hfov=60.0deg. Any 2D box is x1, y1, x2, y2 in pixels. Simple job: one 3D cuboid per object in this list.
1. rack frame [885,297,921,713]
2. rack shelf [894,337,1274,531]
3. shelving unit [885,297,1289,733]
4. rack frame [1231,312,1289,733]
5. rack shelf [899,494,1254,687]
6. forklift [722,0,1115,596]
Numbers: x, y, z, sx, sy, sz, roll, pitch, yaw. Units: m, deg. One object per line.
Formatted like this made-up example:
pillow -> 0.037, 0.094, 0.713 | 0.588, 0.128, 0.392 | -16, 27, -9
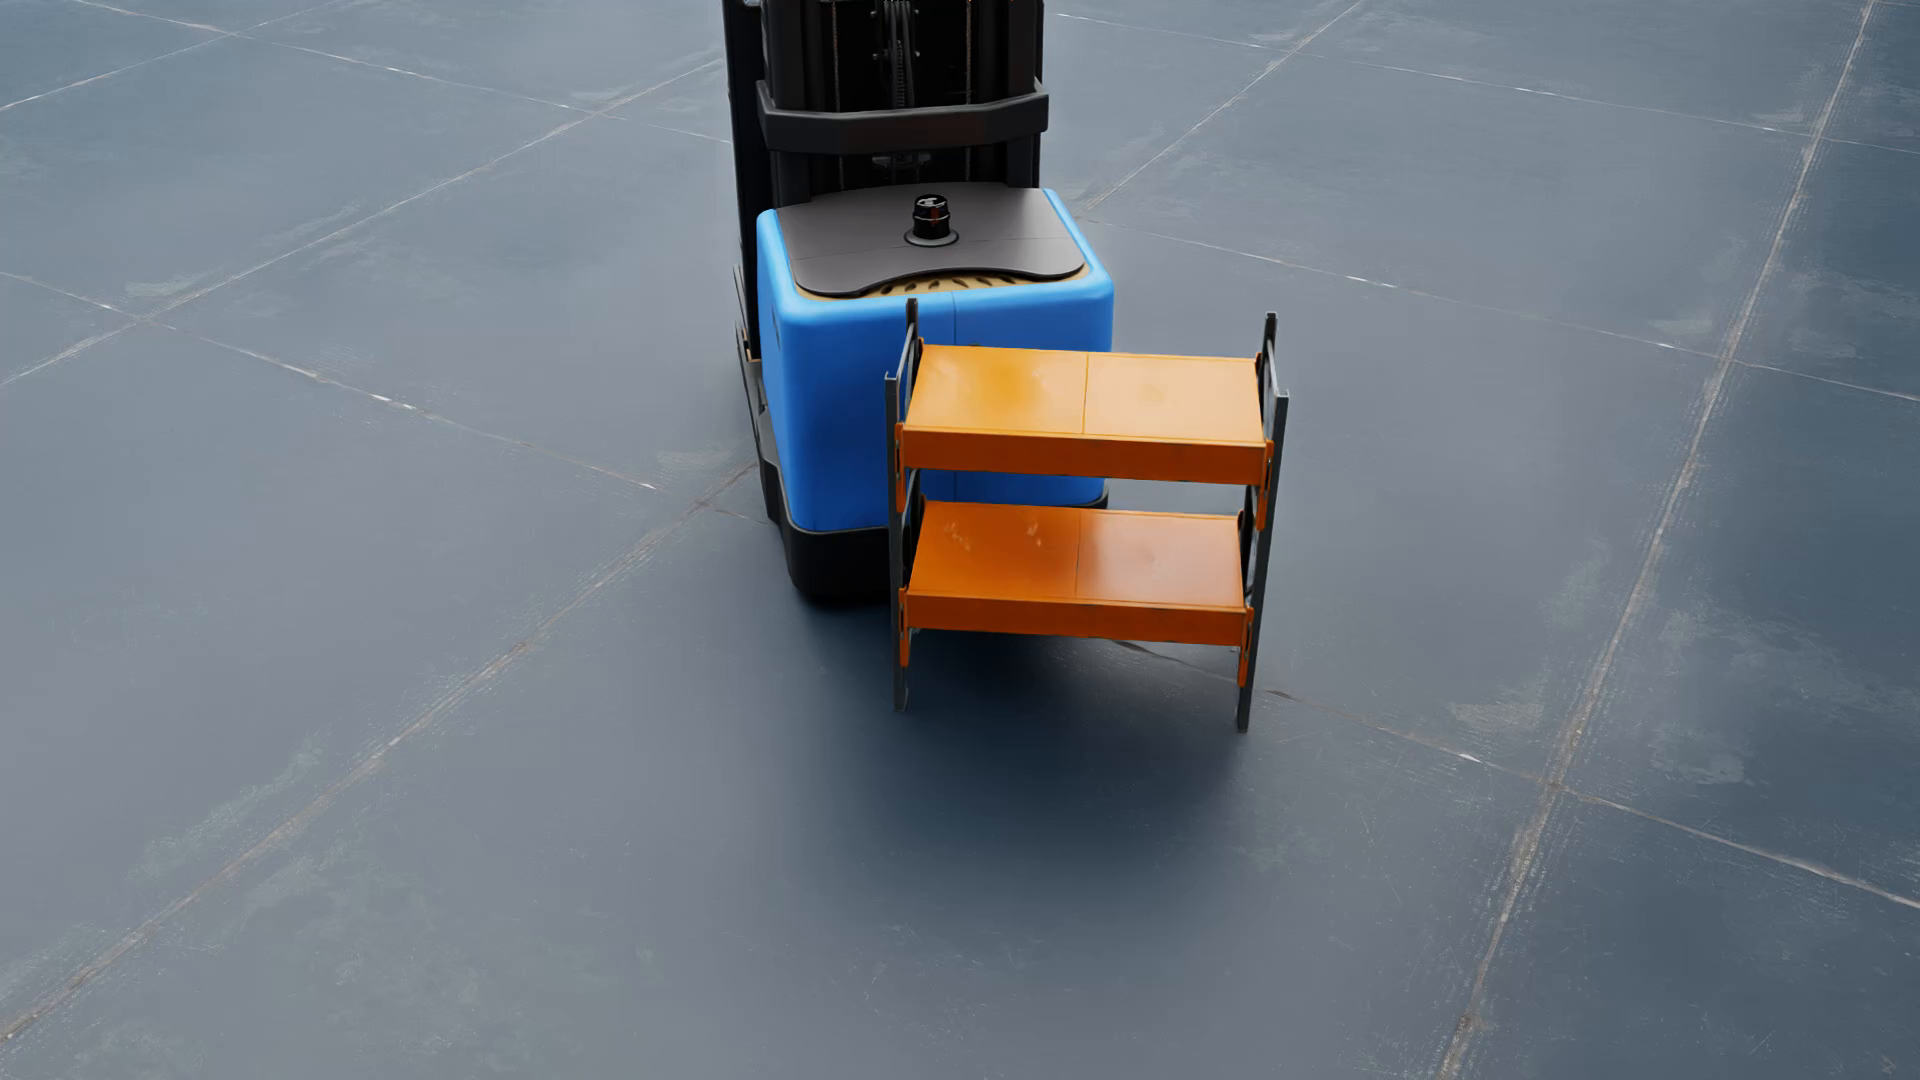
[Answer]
rack frame -> -0.159, -0.090, 4.870 | 0.032, 1.125, 0.500 | 3, 34, 4
rack shelf -> 0.347, -0.307, 4.669 | 1.000, 0.278, 0.538 | 3, 34, 4
shelving unit -> 0.347, -0.064, 4.831 | 1.048, 1.125, 0.538 | 3, 34, 4
rack frame -> 0.853, -0.037, 4.791 | 0.032, 1.125, 0.500 | 3, 34, 4
rack shelf -> 0.347, 0.140, 4.966 | 1.000, 0.278, 0.538 | 3, 34, 4
forklift -> -0.304, -1.848, 5.881 | 1.130, 2.935, 3.031 | -6, 34, -9
